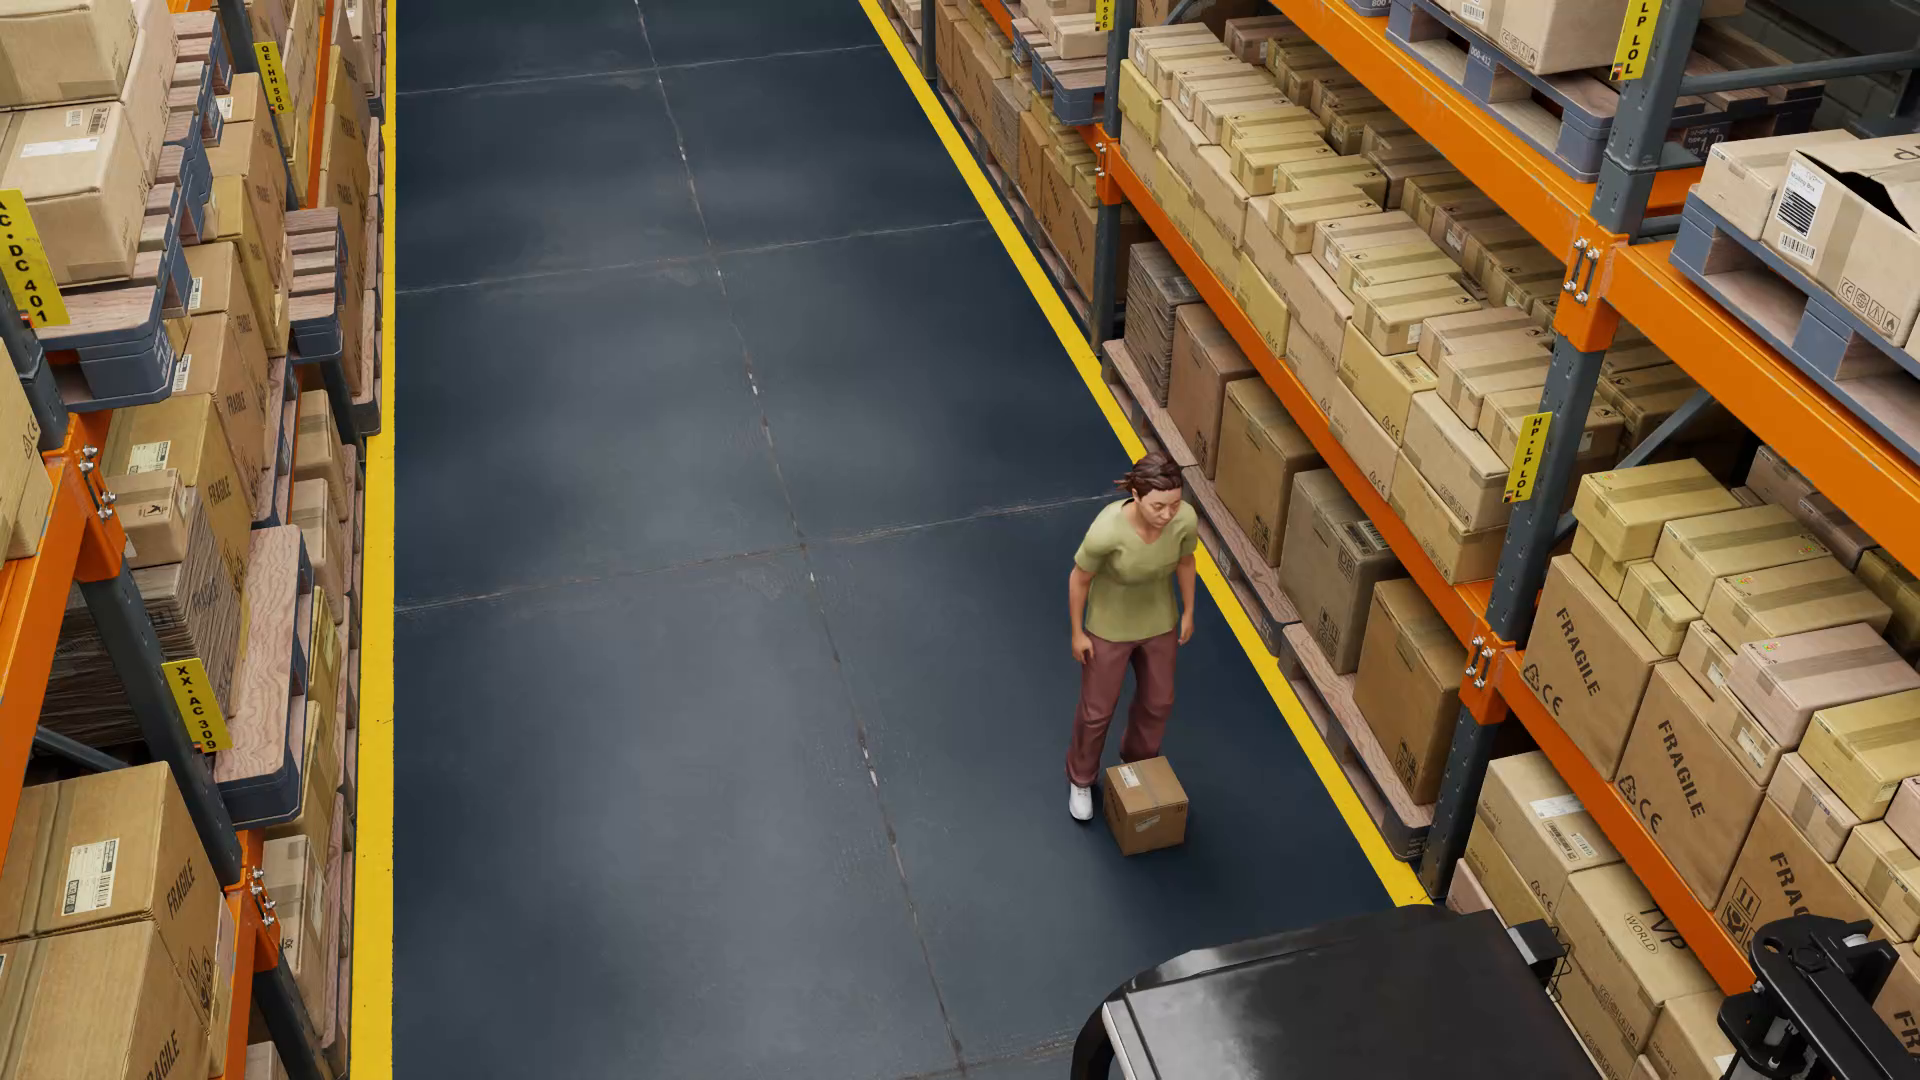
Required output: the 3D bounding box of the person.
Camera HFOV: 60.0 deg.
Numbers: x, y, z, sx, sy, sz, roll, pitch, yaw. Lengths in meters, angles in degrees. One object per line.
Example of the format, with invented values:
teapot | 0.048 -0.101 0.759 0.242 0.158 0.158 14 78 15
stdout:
person | 0.658 0.340 6.285 0.505 1.672 0.352 -10 39 -12
